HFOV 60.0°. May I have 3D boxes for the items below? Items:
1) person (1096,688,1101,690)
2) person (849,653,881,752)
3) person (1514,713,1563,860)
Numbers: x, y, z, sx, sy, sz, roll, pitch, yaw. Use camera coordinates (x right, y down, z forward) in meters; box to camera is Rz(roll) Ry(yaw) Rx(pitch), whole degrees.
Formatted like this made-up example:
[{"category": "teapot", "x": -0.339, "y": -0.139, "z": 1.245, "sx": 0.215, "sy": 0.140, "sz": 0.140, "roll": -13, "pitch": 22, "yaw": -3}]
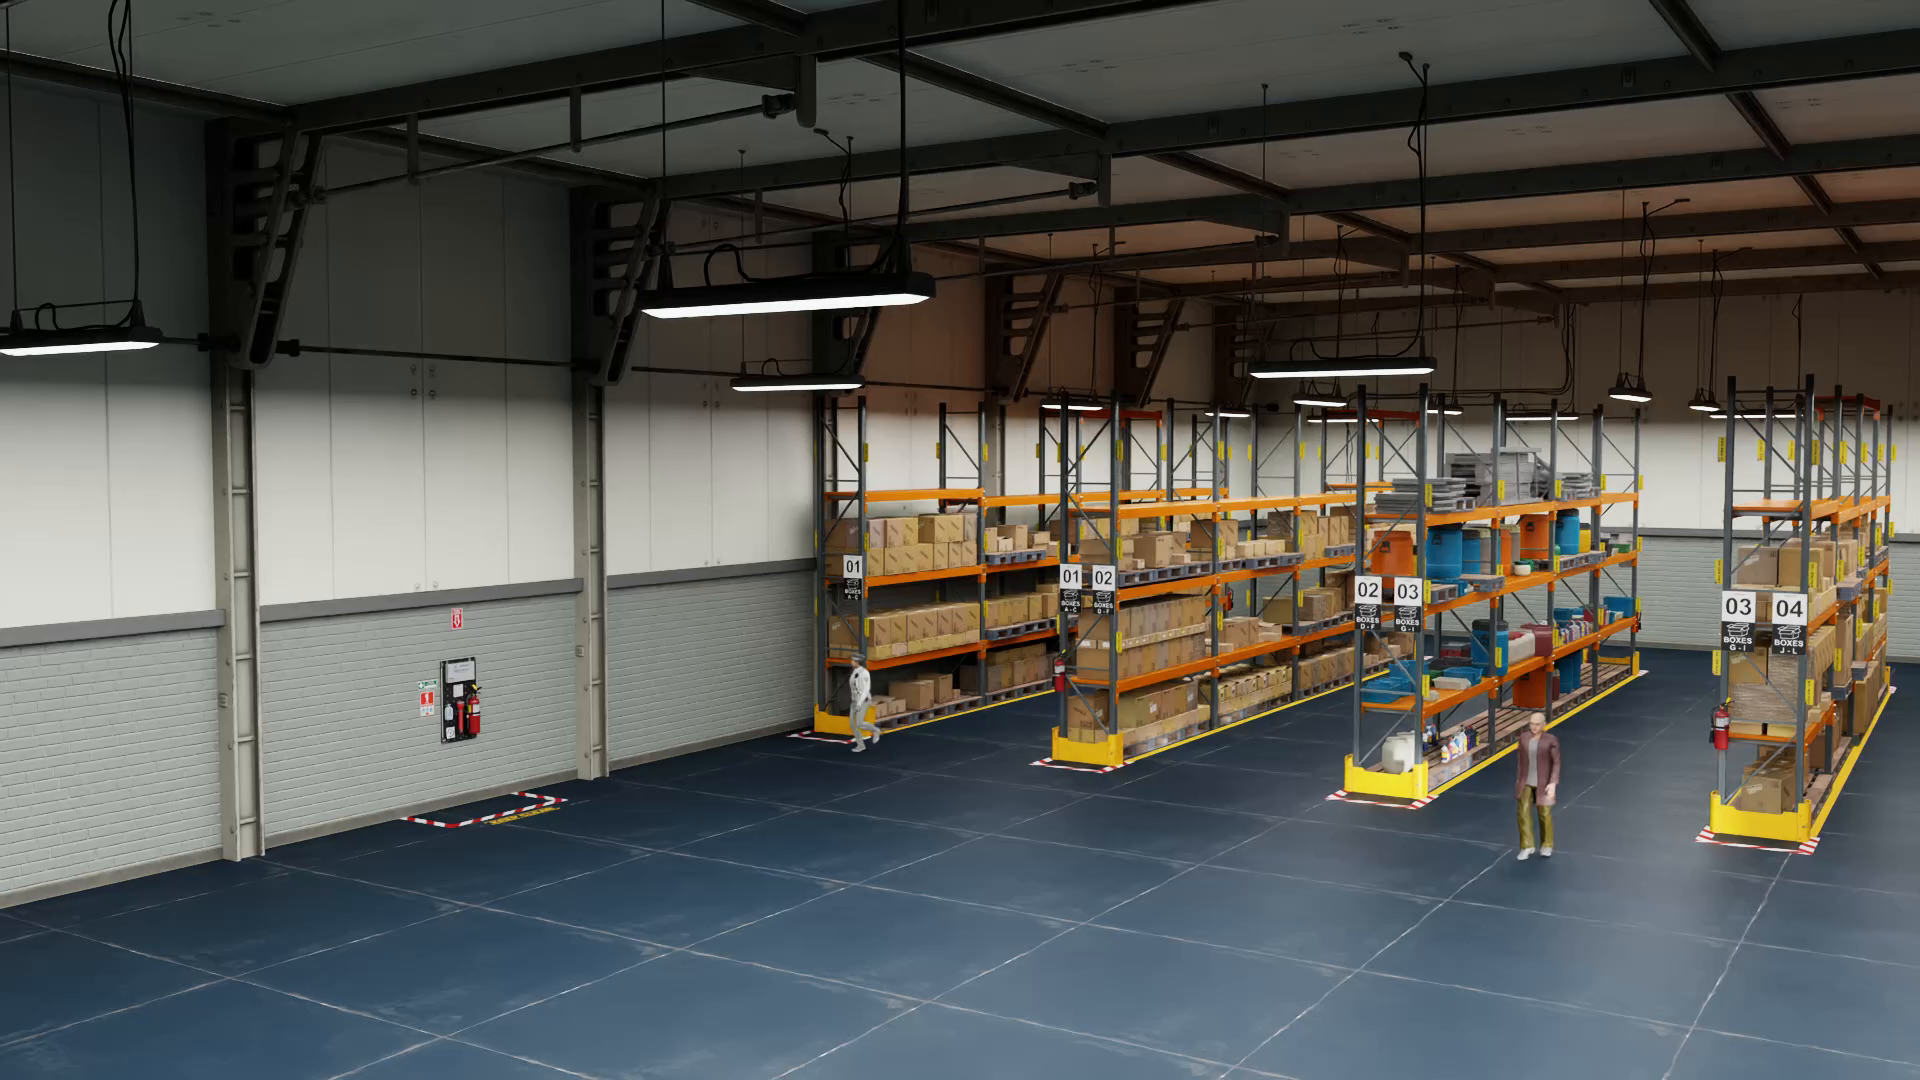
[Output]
[{"category": "person", "x": 2.766, "y": 2.561, "z": 30.948, "sx": 0.624, "sy": 1.648, "sz": 0.548, "roll": -3, "pitch": 4, "yaw": -44}, {"category": "person", "x": -1.622, "y": 2.719, "z": 27.980, "sx": 0.561, "sy": 1.651, "sz": 0.550, "roll": -2, "pitch": 4, "yaw": -33}, {"category": "person", "x": 7.141, "y": 3.063, "z": 20.576, "sx": 0.631, "sy": 1.832, "sz": 0.595, "roll": 3, "pitch": 4, "yaw": 43}]
